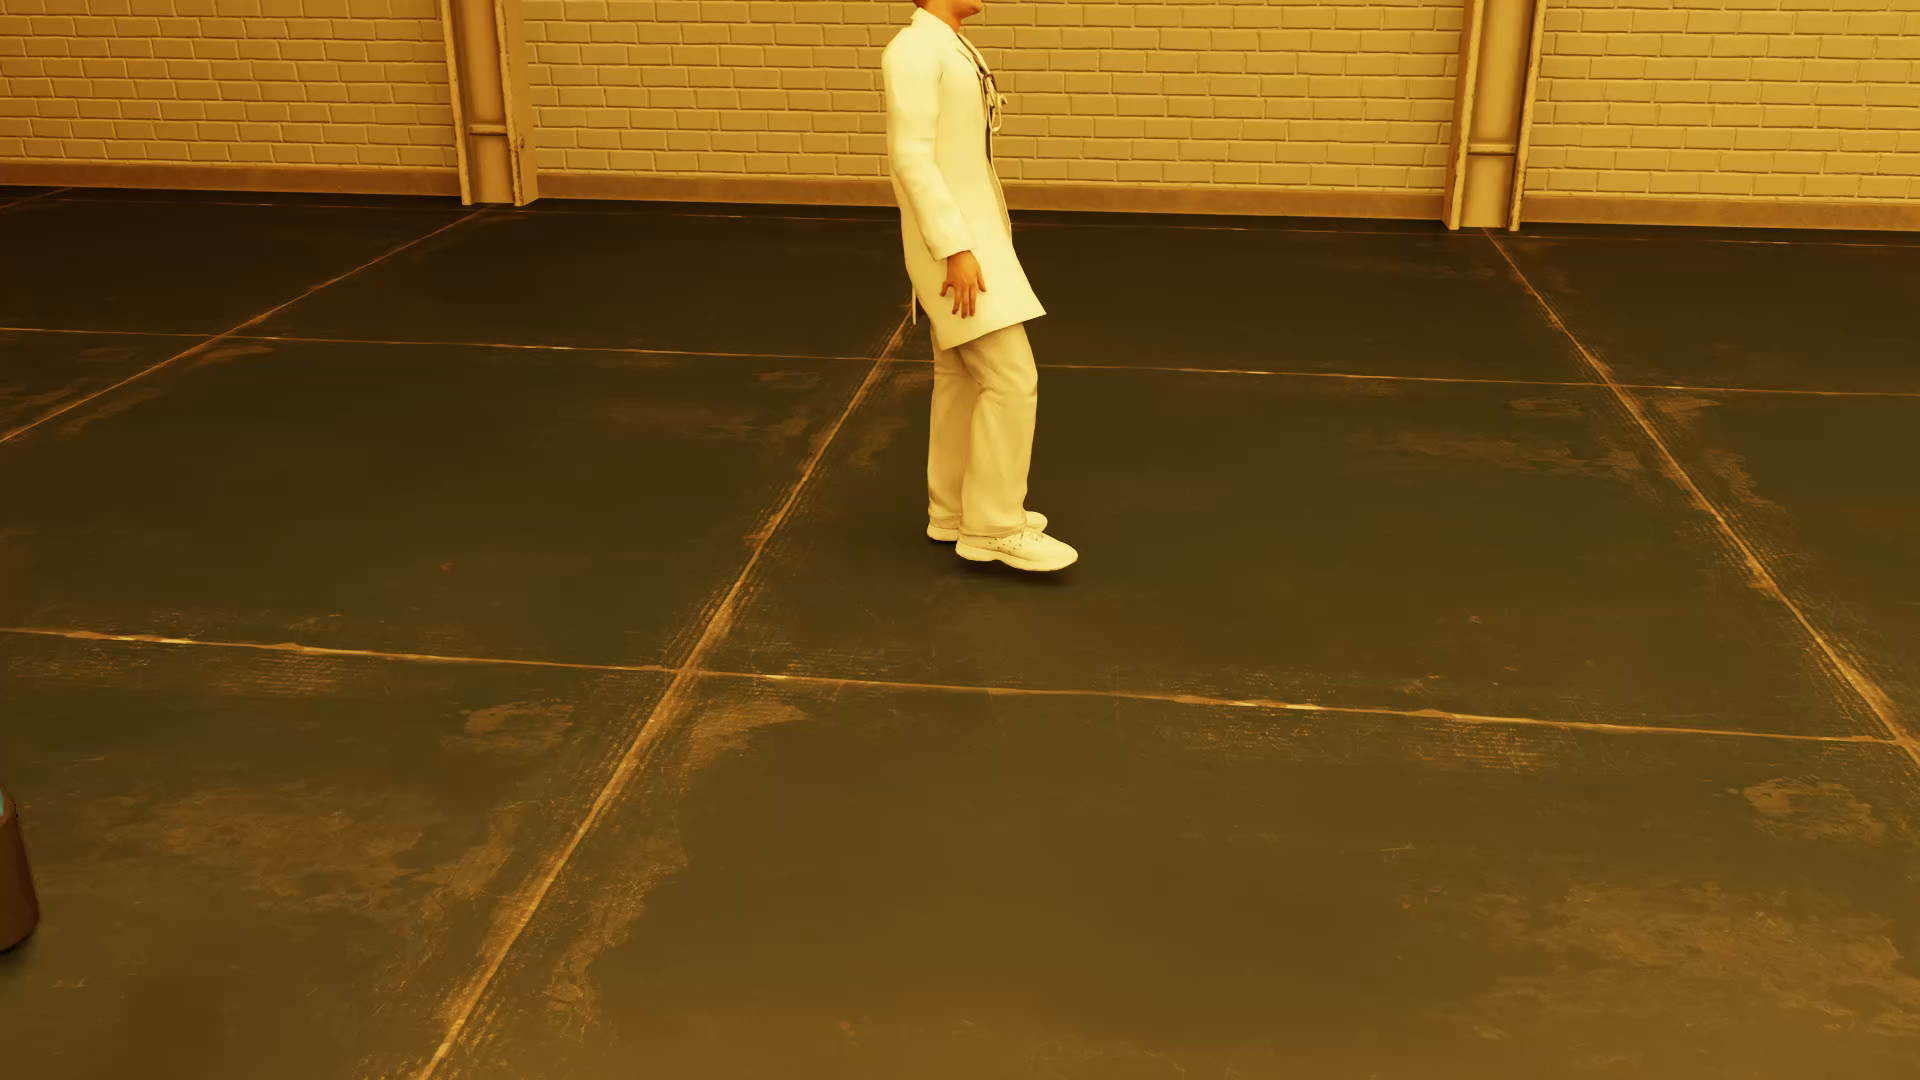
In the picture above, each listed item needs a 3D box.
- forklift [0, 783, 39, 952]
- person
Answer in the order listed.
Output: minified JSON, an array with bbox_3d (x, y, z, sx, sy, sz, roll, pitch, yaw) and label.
[{"bbox_3d":[-3.211,-0.336,2.087,3.031,2.935,1.130,-17,28,-36],"label":"forklift"},{"bbox_3d":[0.091,-0.826,4.828,0.579,1.778,0.696,3,22,7],"label":"person"}]
